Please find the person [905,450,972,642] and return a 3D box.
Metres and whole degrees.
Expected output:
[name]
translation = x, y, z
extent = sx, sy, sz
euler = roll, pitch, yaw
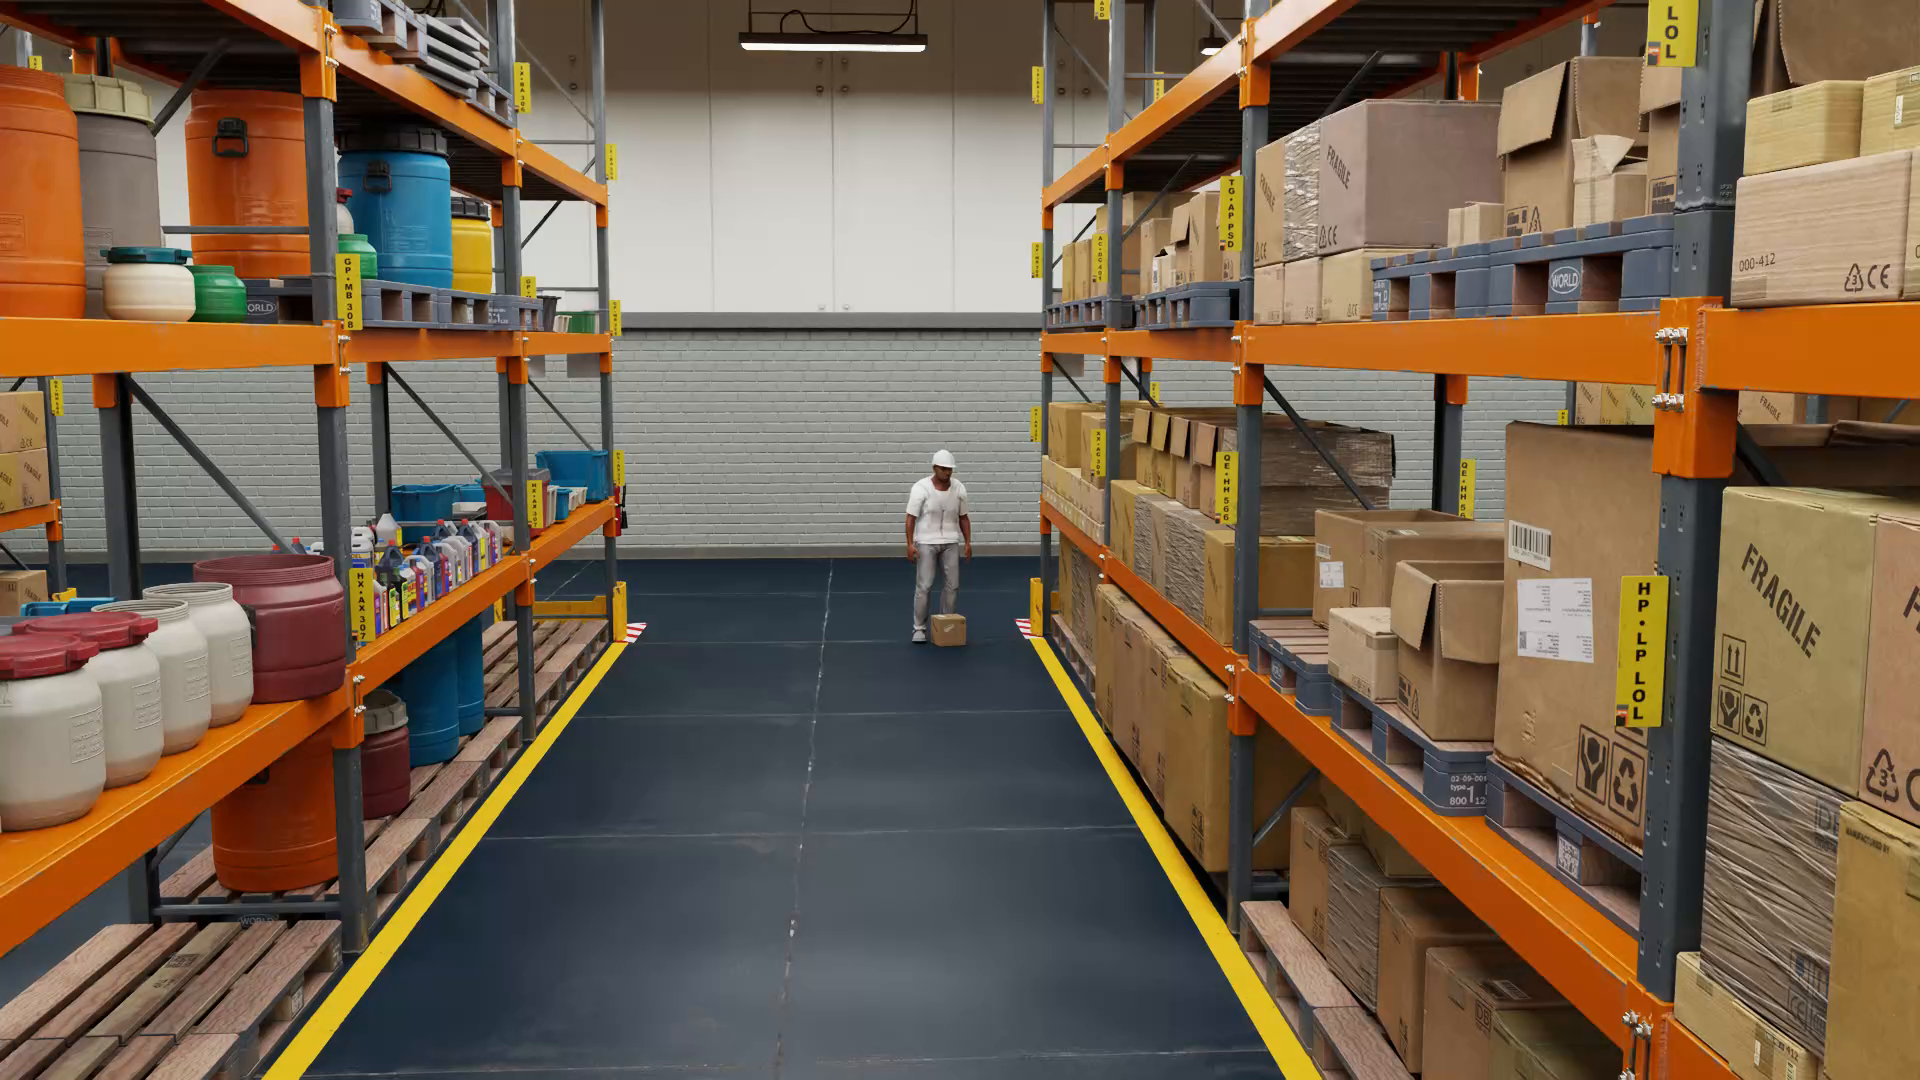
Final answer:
[person]
translation = -0.192, 0.048, 15.265
extent = 0.637, 1.761, 0.461
euler = -3, 7, -20
